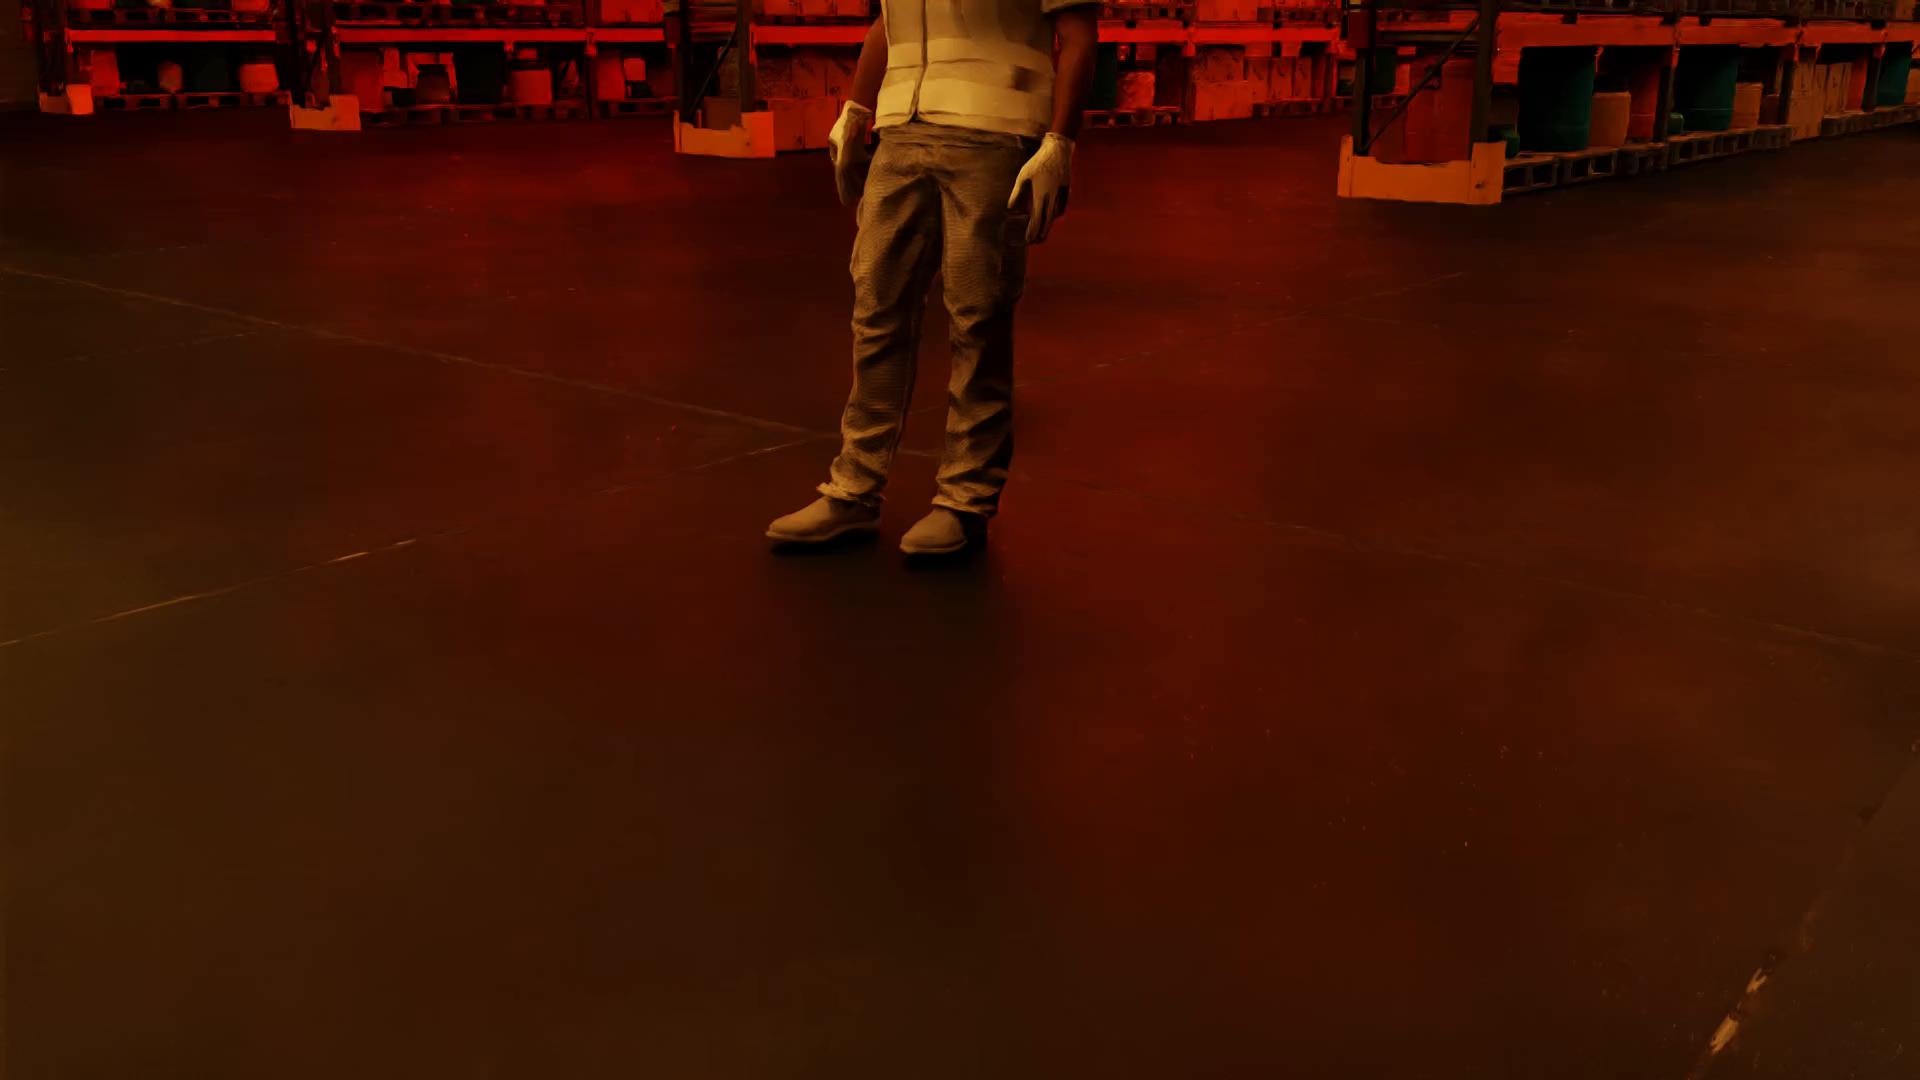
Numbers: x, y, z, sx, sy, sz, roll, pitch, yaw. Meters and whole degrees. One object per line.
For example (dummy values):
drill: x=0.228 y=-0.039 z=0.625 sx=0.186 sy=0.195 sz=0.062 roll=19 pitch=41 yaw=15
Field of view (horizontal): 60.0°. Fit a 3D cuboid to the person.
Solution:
person: x=-0.052 y=-0.845 z=3.632 sx=0.655 sy=1.782 sz=0.575 roll=13 pitch=21 yaw=37
